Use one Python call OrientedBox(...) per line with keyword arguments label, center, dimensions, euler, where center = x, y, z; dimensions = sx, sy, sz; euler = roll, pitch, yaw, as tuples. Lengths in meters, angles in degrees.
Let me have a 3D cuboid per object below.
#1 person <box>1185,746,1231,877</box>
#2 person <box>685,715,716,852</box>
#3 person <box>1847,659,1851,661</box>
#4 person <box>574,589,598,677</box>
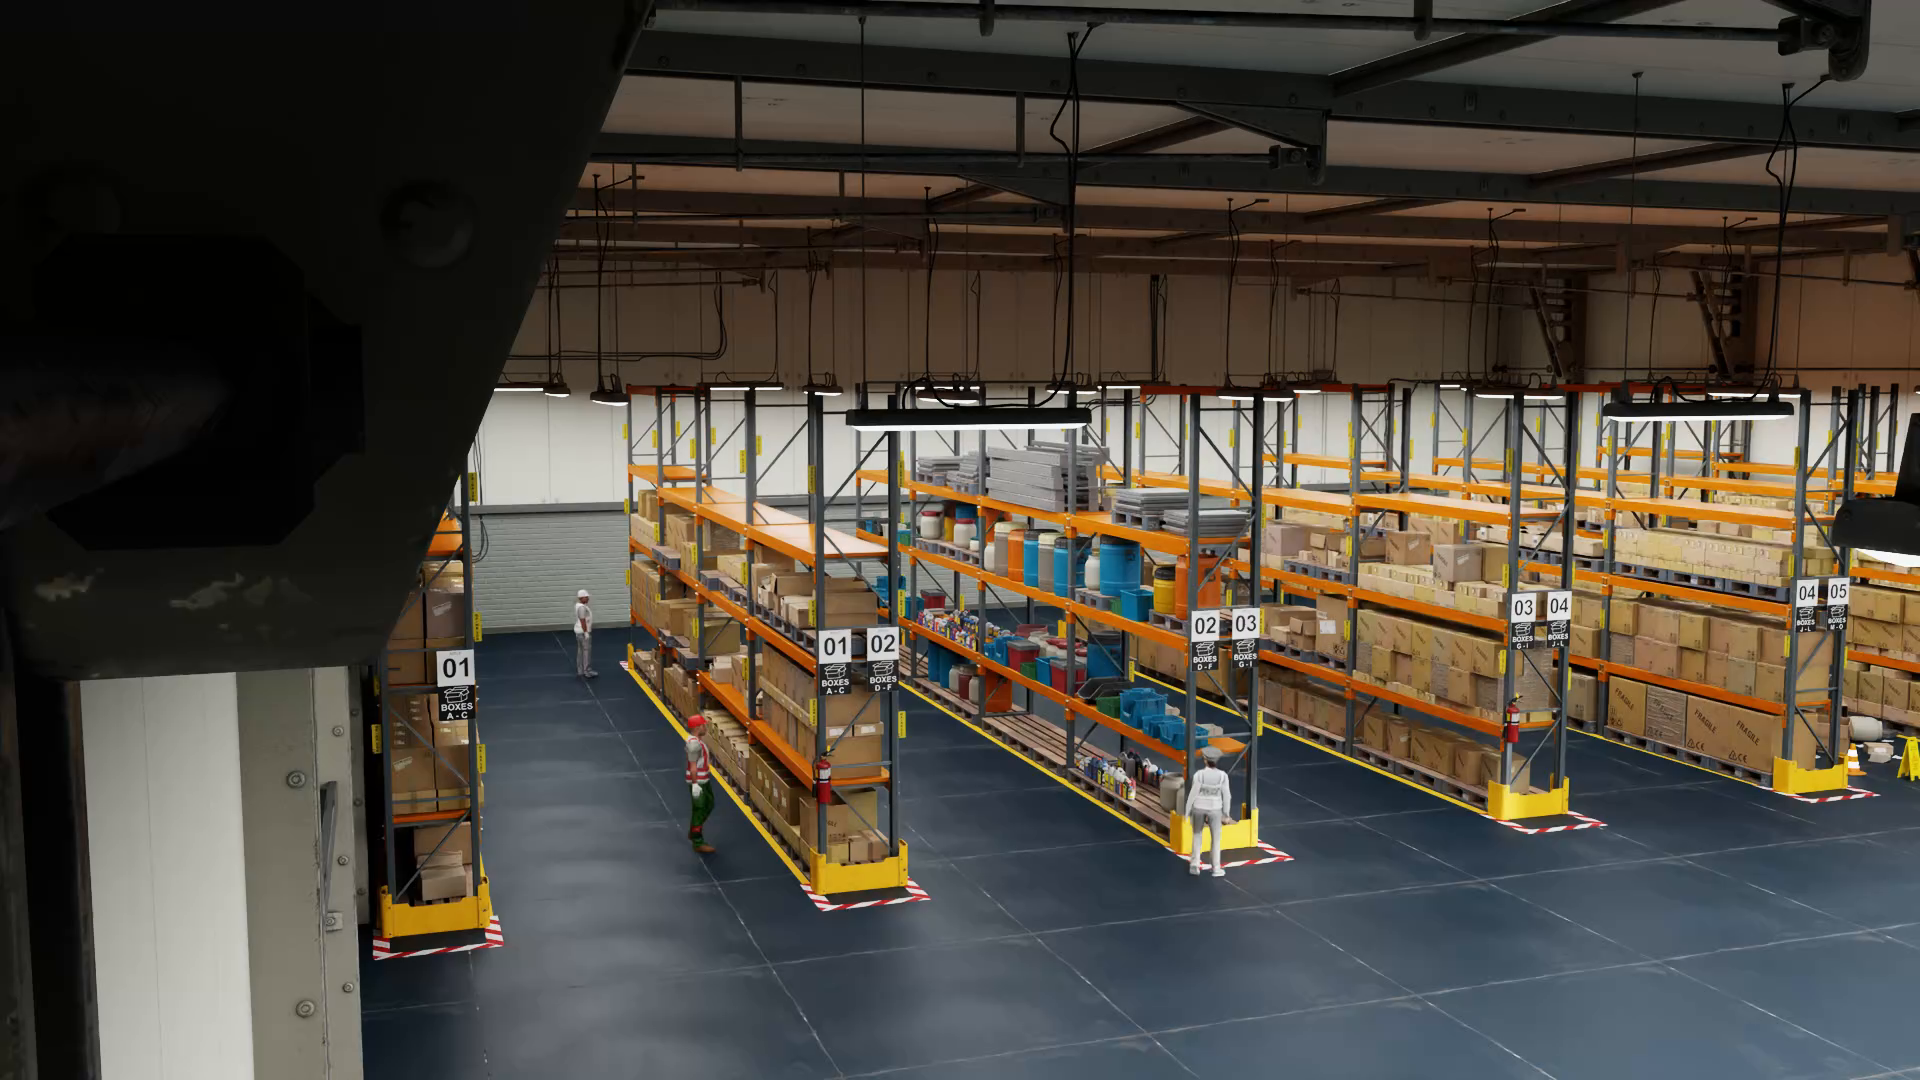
OrientedBox(label="person", center=(3.082, 3.373, 20.652), dimensions=(0.553, 1.676, 0.521), euler=(2, 6, 22))
OrientedBox(label="person", center=(-3.419, 3.194, 21.869), dimensions=(0.403, 1.809, 0.610), euler=(0, 6, -4))
OrientedBox(label="person", center=(17.774, 2.025, 33.250), dimensions=(0.610, 1.810, 0.672), euler=(-3, 7, -25))
OrientedBox(label="person", center=(-7.679, 1.906, 34.157), dimensions=(0.439, 1.787, 0.629), euler=(-3, 6, -24))
